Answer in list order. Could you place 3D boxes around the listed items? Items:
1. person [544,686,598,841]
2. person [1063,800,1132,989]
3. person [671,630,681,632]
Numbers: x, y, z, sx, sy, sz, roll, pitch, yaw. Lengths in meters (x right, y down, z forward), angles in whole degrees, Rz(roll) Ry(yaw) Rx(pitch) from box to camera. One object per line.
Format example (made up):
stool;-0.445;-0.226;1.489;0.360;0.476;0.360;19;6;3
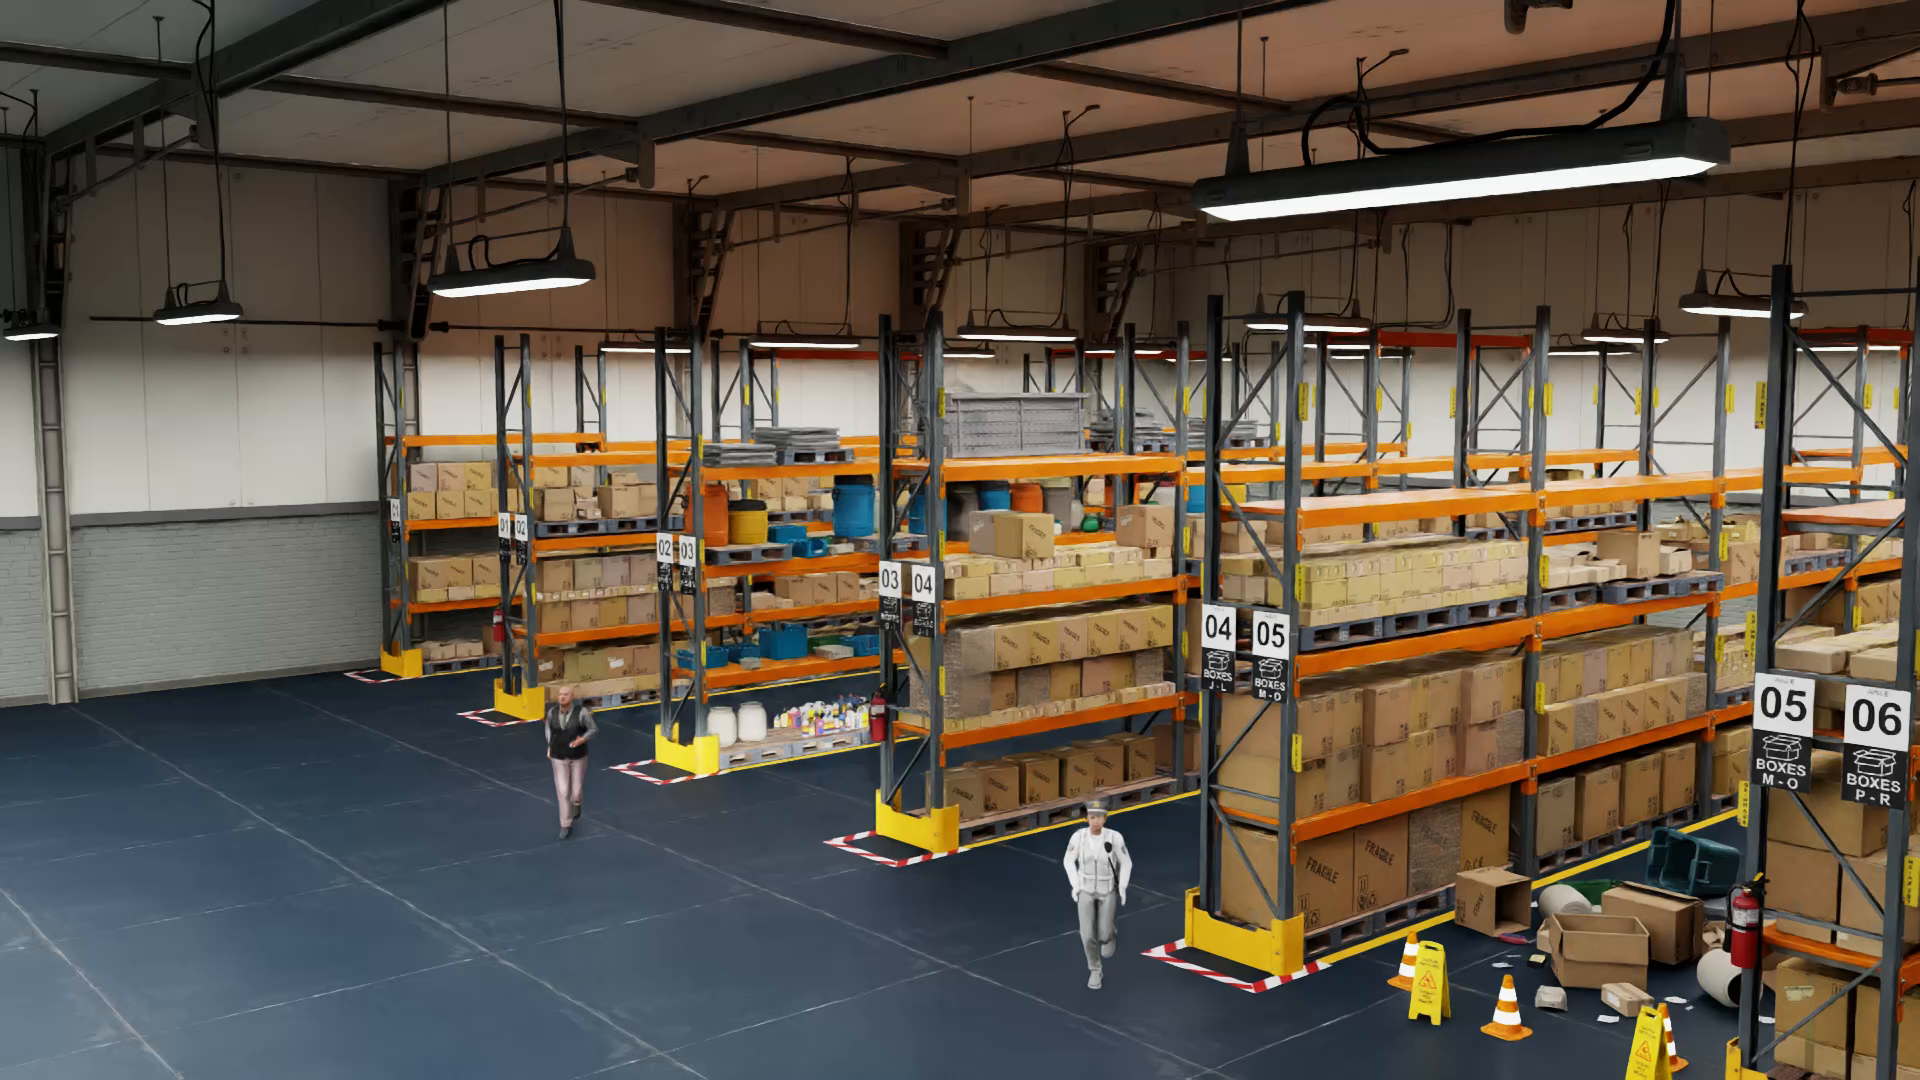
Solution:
person;-4.538;2.555;19.377;0.653;1.729;0.822;0;5;-3
person;1.202;3.038;14.522;0.599;1.647;0.585;1;5;10
person;-5.225;1.611;30.096;0.620;1.632;0.803;5;7;44
